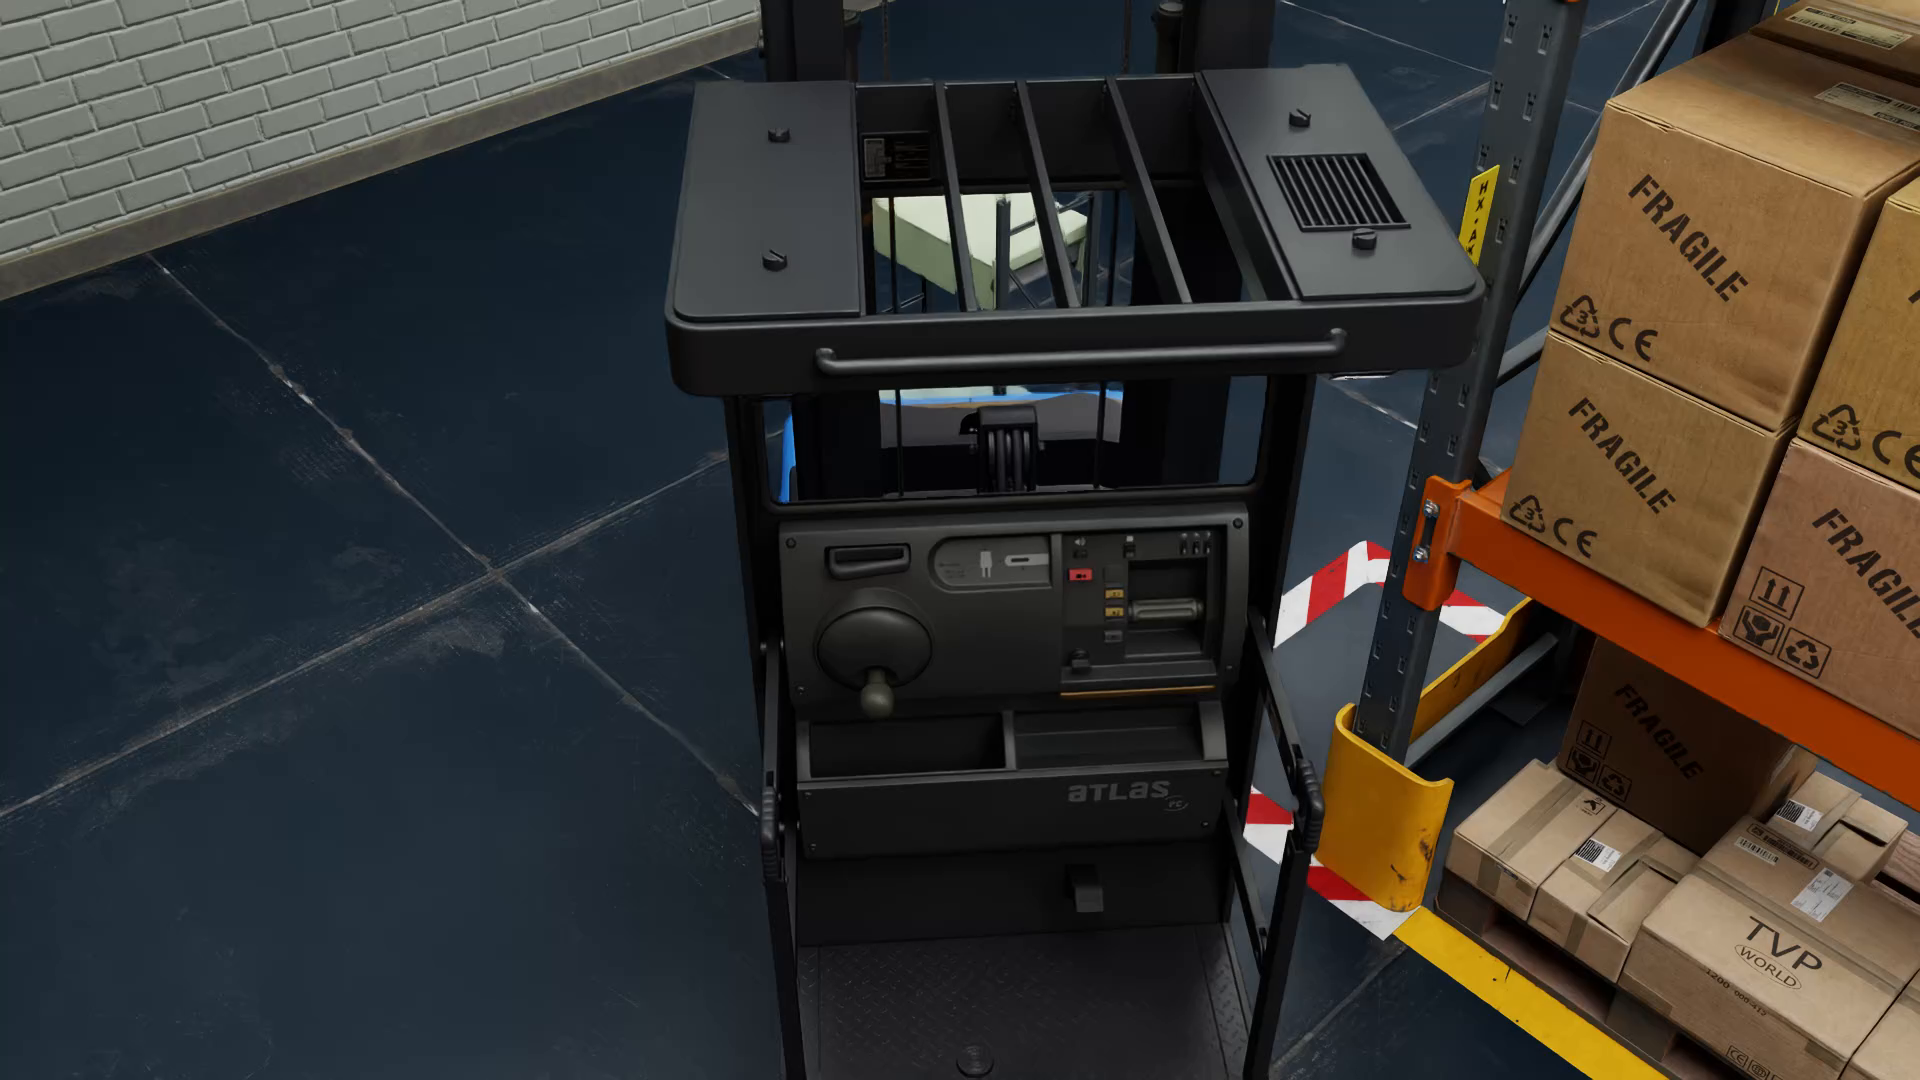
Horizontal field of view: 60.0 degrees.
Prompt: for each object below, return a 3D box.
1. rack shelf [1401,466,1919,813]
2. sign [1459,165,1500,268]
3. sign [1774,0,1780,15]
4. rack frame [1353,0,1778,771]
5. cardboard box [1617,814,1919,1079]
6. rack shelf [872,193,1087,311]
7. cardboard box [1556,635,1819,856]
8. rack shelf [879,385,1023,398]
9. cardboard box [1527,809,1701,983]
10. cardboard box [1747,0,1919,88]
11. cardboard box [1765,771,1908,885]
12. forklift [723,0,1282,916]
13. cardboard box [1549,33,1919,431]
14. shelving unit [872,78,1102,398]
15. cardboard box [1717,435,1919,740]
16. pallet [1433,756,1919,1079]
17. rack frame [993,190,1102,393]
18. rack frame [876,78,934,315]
[{"bbox_3d":[2.806,0.701,3.067,1.077,0.370,4.000,-30,48,-32],"label":"rack shelf"},{"bbox_3d":[1.054,-0.610,3.429,0.100,0.325,0.005,-30,48,-32],"label":"sign"},{"bbox_3d":[1.876,-1.304,3.804,0.100,0.325,0.005,-30,48,-32],"label":"sign"},{"bbox_3d":[1.453,-0.504,3.987,1.000,3.000,0.127,-30,48,-32],"label":"rack frame"},{"bbox_3d":[1.950,0.998,3.965,0.500,0.250,0.500,-30,48,-32],"label":"cardboard box"},{"bbox_3d":[0.005,-0.884,5.030,0.431,0.370,0.720,-30,48,-32],"label":"rack shelf"},{"bbox_3d":[2.003,0.444,4.452,0.500,0.500,0.500,-30,48,-32],"label":"cardboard box"},{"bbox_3d":[0.005,-0.403,5.418,0.368,0.124,0.686,-30,48,-32],"label":"rack shelf"},{"bbox_3d":[1.653,0.883,4.175,0.380,0.166,0.250,-30,48,-32],"label":"cardboard box"},{"bbox_3d":[1.957,-0.843,3.531,0.500,0.500,0.500,-30,48,-32],"label":"cardboard box"},{"bbox_3d":[2.210,0.800,4.277,0.380,0.166,0.250,-30,48,-32],"label":"cardboard box"},{"bbox_3d":[0.129,0.217,3.149,1.130,2.935,3.031,-3,39,-3],"label":"forklift"},{"bbox_3d":[1.559,-0.615,3.248,0.500,0.500,0.500,-28,47,-31],"label":"cardboard box"},{"bbox_3d":[0.005,-0.580,5.275,0.431,1.500,0.755,-30,48,-32],"label":"shelving unit"},{"bbox_3d":[1.912,0.011,3.270,0.500,0.500,0.500,-30,48,-32],"label":"cardboard box"},{"bbox_3d":[2.045,0.985,4.363,1.003,0.211,1.213,-30,48,-32],"label":"pallet"},{"bbox_3d":[0.252,-0.411,5.065,0.400,1.500,0.023,-30,48,-32],"label":"rack frame"},{"bbox_3d":[-0.243,-0.750,5.485,0.400,1.500,0.023,-30,48,-32],"label":"rack frame"}]
